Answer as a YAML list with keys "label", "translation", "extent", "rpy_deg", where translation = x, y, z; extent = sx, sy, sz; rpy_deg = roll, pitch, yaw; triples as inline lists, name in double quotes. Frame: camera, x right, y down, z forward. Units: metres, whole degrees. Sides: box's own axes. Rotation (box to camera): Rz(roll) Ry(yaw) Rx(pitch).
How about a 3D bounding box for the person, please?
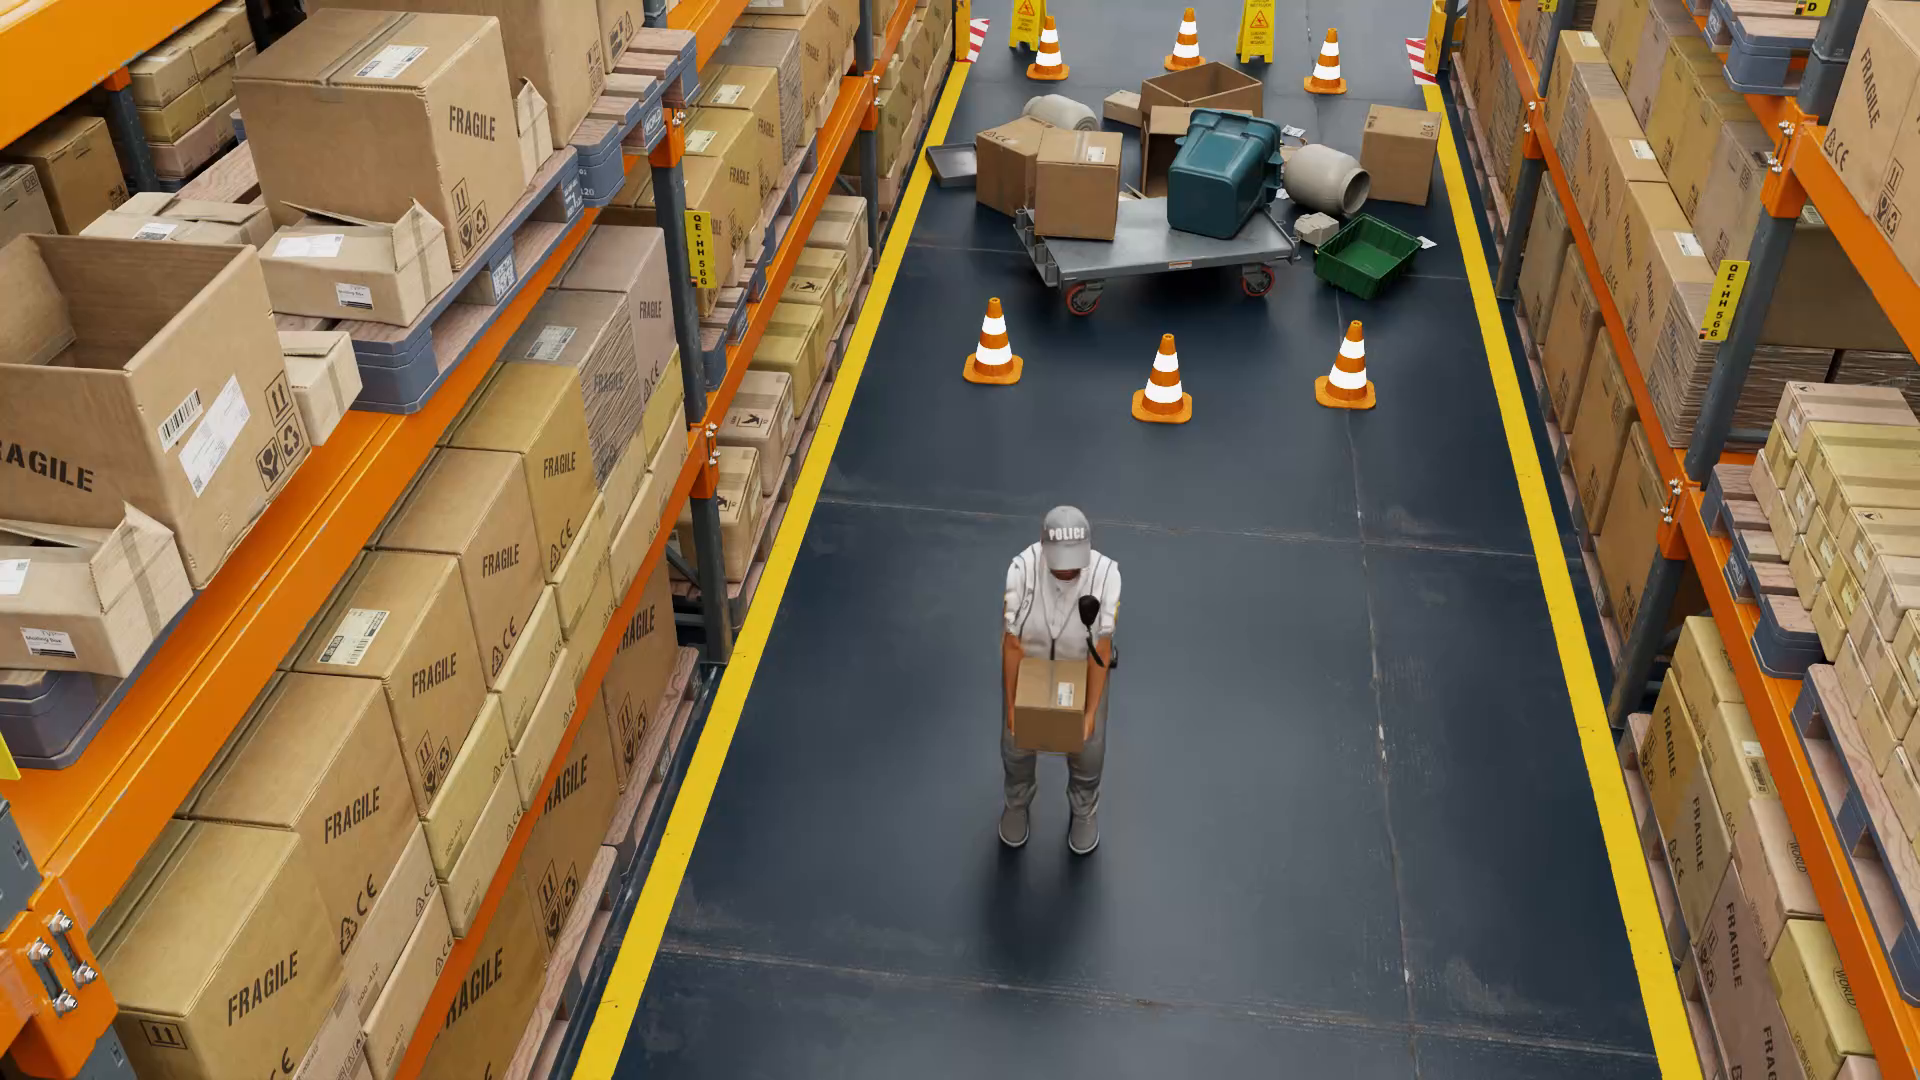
- label: "person"
  translation: [0.373, 0.528, 6.326]
  extent: [0.453, 1.653, 0.541]
  rpy_deg: [4, 37, 6]
